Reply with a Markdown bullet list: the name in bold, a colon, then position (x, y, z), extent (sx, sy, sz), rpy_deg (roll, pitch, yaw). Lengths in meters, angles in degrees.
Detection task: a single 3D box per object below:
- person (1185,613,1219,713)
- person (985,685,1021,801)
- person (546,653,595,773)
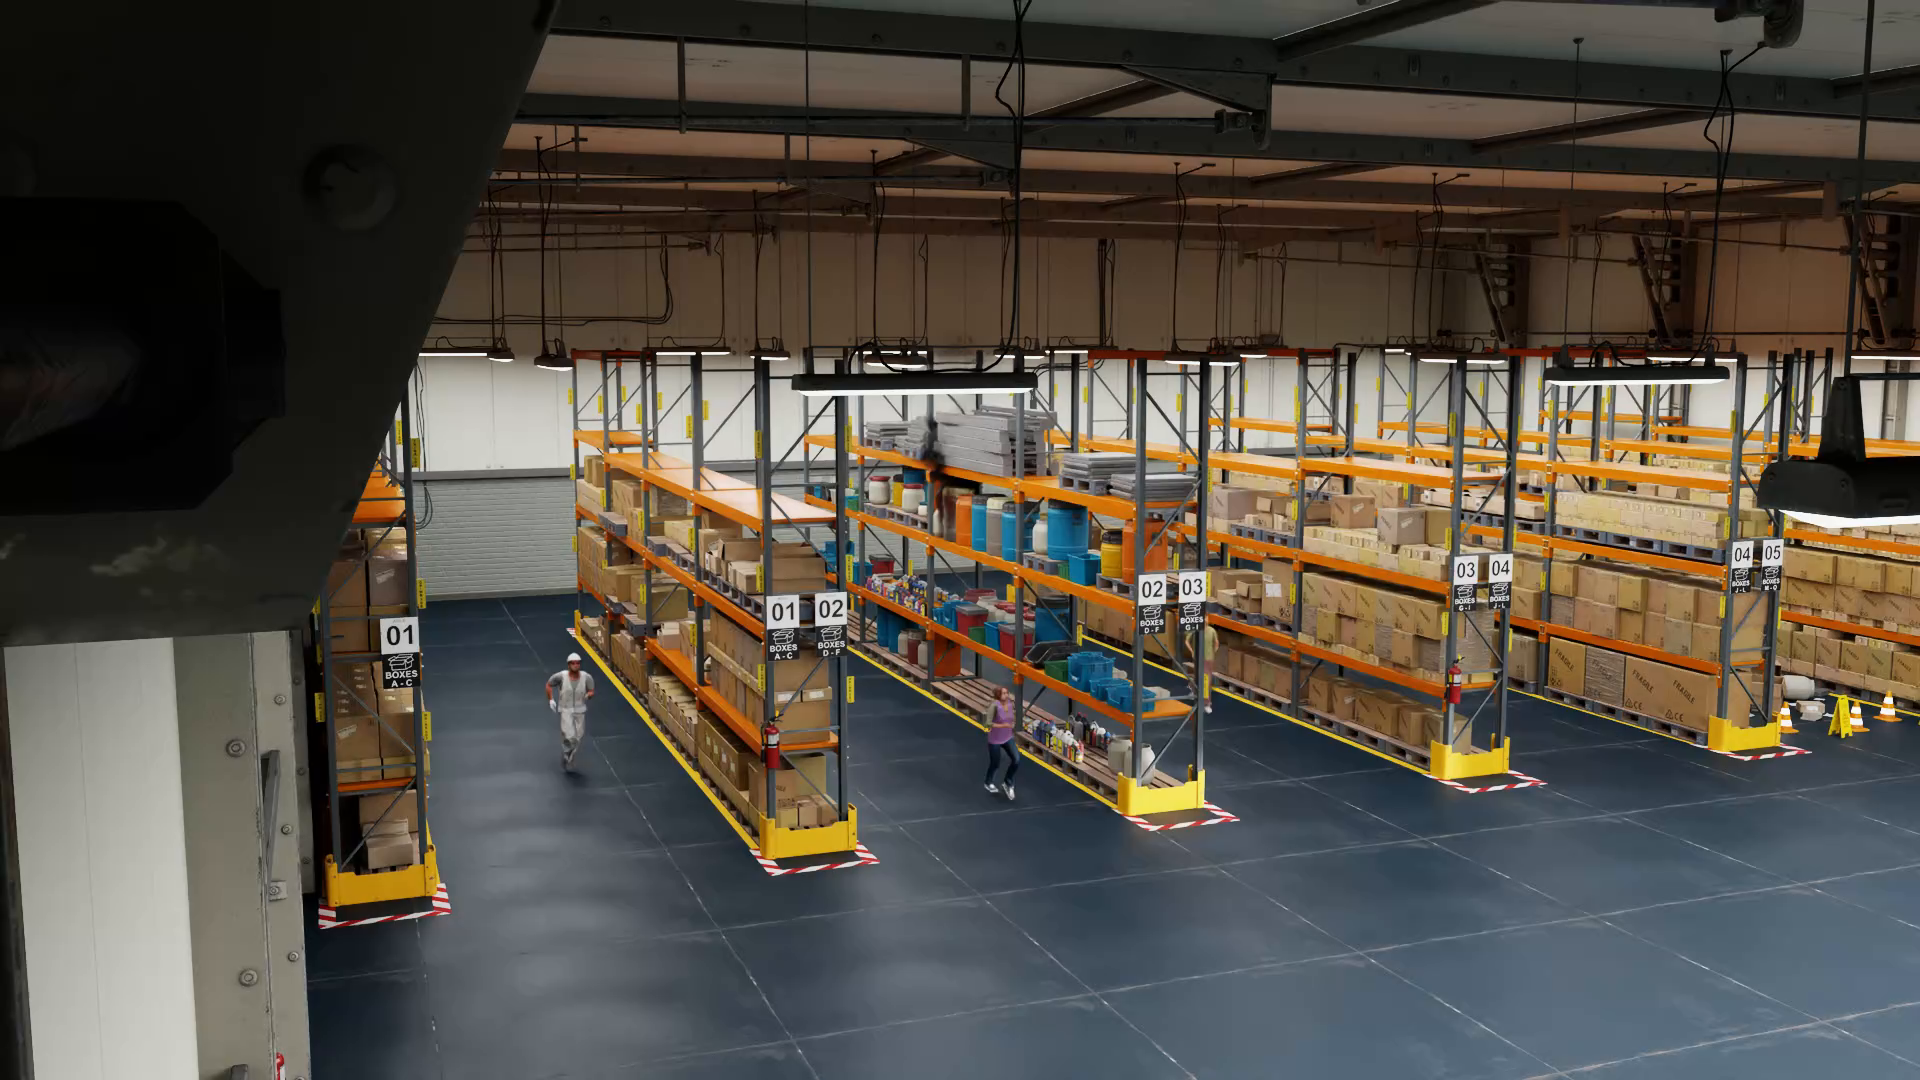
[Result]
- **person**: position (4.102, 2.035, 28.070), extent (0.572, 1.666, 0.802), rpy_deg (-2, 7, -17)
- **person**: position (0.535, 2.740, 22.613), extent (0.521, 1.590, 0.717), rpy_deg (-4, 8, -31)
- **person**: position (-5.562, 2.486, 23.888), extent (0.647, 1.751, 0.735), rpy_deg (-4, 8, -28)
